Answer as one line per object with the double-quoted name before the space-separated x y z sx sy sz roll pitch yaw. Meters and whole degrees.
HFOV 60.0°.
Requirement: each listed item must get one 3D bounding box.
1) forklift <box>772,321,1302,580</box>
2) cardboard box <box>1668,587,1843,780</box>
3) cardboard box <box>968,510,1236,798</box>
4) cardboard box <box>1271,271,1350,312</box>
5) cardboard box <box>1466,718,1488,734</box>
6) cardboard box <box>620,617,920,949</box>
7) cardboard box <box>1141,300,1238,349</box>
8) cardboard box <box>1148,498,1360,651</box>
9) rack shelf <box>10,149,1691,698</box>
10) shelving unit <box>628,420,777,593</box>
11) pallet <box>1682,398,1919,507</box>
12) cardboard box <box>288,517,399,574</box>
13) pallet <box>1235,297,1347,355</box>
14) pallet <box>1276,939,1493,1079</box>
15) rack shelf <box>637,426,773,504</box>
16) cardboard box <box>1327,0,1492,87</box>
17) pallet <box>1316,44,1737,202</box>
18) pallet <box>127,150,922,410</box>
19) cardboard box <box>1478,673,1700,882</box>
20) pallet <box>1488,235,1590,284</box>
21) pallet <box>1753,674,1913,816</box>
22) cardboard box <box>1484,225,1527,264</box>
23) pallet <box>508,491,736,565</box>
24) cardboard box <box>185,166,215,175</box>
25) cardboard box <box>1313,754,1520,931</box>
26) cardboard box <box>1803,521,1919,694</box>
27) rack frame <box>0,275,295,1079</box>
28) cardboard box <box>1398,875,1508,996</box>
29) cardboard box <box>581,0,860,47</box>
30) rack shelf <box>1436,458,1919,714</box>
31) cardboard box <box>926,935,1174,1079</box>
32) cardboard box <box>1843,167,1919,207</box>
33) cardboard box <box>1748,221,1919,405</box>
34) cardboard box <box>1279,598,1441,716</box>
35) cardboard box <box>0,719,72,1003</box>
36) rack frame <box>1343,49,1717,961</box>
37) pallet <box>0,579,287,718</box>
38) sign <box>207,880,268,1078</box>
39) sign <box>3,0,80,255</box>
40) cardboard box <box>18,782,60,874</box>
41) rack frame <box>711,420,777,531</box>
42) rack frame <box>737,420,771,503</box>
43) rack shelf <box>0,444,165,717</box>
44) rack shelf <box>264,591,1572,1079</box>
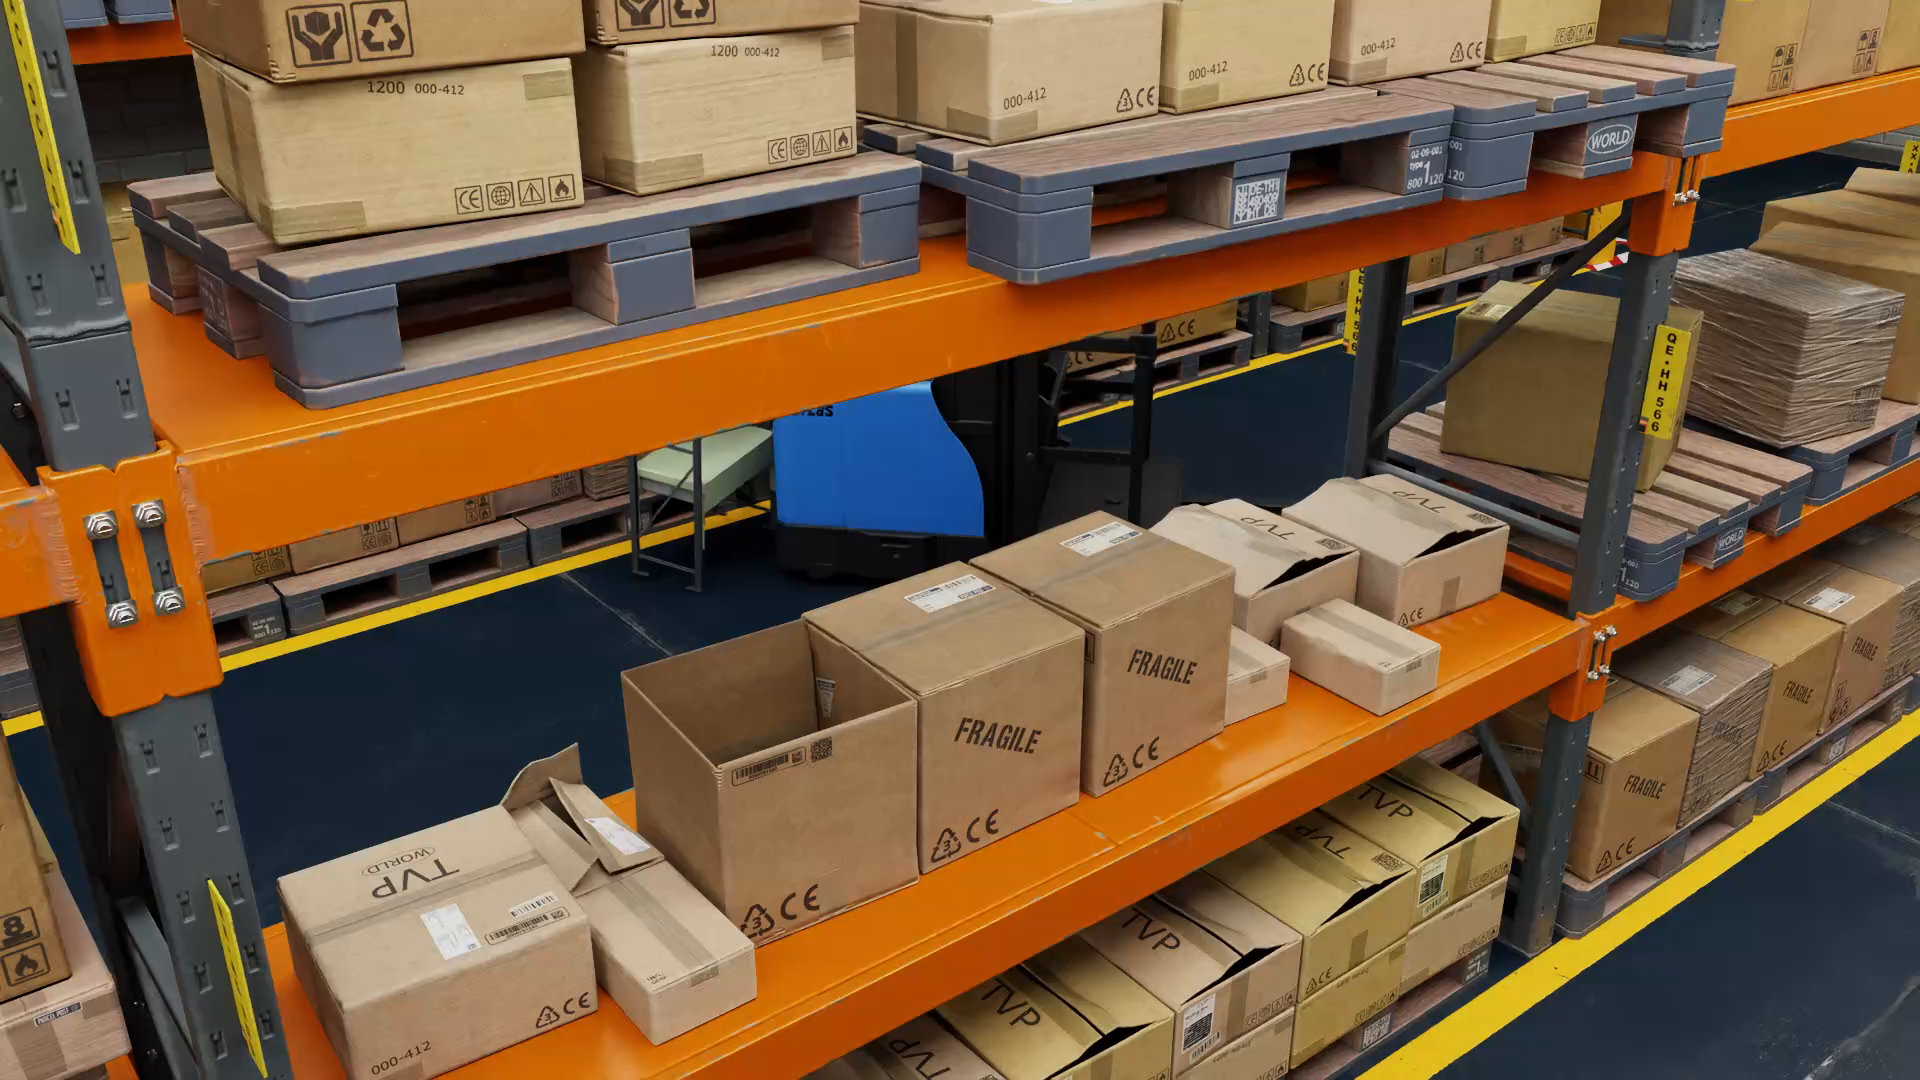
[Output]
"forklift" 0.640 -1.219 7.970 3.031 2.867 1.129 4 25 8
"cardboard box" 3.021 0.536 6.480 0.500 0.500 0.500 -19 31 -35
"cardboard box" 0.370 0.287 4.449 0.500 0.500 0.500 -20 32 -37
"cardboard box" 2.420 -2.005 11.977 0.500 0.500 0.700 -18 30 -33
"cardboard box" 2.271 0.505 6.546 0.500 0.500 0.500 -17 30 -32
"cardboard box" -0.439 0.554 3.874 0.500 0.500 0.500 -16 29 -30
"cardboard box" 1.337 -1.791 11.101 0.750 0.750 0.750 -18 30 -33
"cardboard box" 0.857 0.100 5.077 0.500 0.311 0.500 -19 31 -35
"rack shelf" 0.106 -0.623 3.822 4.000 0.370 1.077 -18 31 -34
"shelving unit" -1.253 -0.601 8.184 0.431 1.500 0.755 15 31 19
"pallet" 3.208 -0.528 6.553 1.213 0.211 1.003 -18 31 -34
"cardboard box" -3.156 -0.242 8.155 0.500 0.500 0.700 -18 30 -33
"pallet" 2.415 -1.695 12.151 1.213 0.211 1.003 -18 31 -34
"pallet" 1.008 1.357 5.575 1.213 0.211 1.003 -18 31 -34
"rack shelf" -1.267 -0.402 8.295 0.368 0.124 0.686 15 31 19
"cardboard box" 0.957 -1.313 4.132 0.500 0.250 0.500 -17 30 -33
"pallet" 1.201 -1.178 4.386 1.003 0.211 1.213 -17 30 -32
"pallet" -0.781 -0.577 3.094 1.217 0.209 0.805 -20 31 -36
"cardboard box" 2.215 0.802 5.905 0.500 0.500 0.500 -17 30 -32
"pallet" 4.335 -2.328 13.516 1.213 0.211 1.003 -18 31 -34
"pallet" 3.250 0.660 7.078 1.213 0.211 1.003 -18 31 -34
"cardboard box" 4.033 -2.539 13.127 0.500 0.500 0.700 -18 31 -34
"pallet" -1.995 -0.281 9.106 1.213 0.211 1.003 -18 31 -34
"cardboard box" -3.163 -1.400 7.561 0.500 0.500 0.700 -14 28 -27
"cardboard box" 1.420 0.911 5.325 0.500 0.311 0.500 -17 30 -33
"cardboard box" 3.827 0.265 7.062 0.500 0.500 0.500 -18 30 -33
"rack frame" -1.468 0.930 3.182 0.127 3.000 1.000 -18 31 -34
"cardboard box" 1.417 1.165 5.443 0.500 0.250 0.500 -17 30 -33
"cardboard box" -0.524 -1.196 2.988 0.500 0.500 0.500 -15 29 -29
"rack shelf" 3.254 -0.302 6.692 4.000 0.370 1.077 -18 31 -34
"cardboard box" 0.220 1.308 4.469 0.500 0.311 0.500 -17 30 -33
"cardboard box" 4.317 -1.335 7.445 0.700 0.500 0.500 15 29 29
"cardboard box" 3.476 -0.904 6.518 0.700 0.500 0.500 18 30 33
"cardboard box" 1.143 0.330 4.773 0.250 0.149 0.380 -18 31 -34
"cardboard box" -1.813 0.414 2.635 0.500 0.500 0.700 -18 30 -34
"rack frame" 1.680 -0.109 5.421 0.127 3.000 1.000 -18 31 -34
"pallet" -3.915 0.352 7.740 1.213 0.211 1.003 -18 31 -34
"sign" -1.124 0.685 2.588 0.005 0.325 0.100 -18 31 -34
"sign" -1.124 -0.517 2.030 0.005 0.325 0.100 -18 31 -34
"cardboard box" -1.799 0.596 3.012 0.250 0.149 0.380 -18 31 -34
"rack frame" -1.102 -0.755 8.480 0.400 1.500 0.023 15 31 19
"rack frame" -1.380 -1.749 8.955 0.127 3.000 1.000 -18 31 -34
"rack shelf" -3.041 0.416 1.583 4.000 0.370 1.077 -18 31 -34
"rack shelf" 0.106 0.616 4.397 3.809 0.052 0.919 -18 31 -34
